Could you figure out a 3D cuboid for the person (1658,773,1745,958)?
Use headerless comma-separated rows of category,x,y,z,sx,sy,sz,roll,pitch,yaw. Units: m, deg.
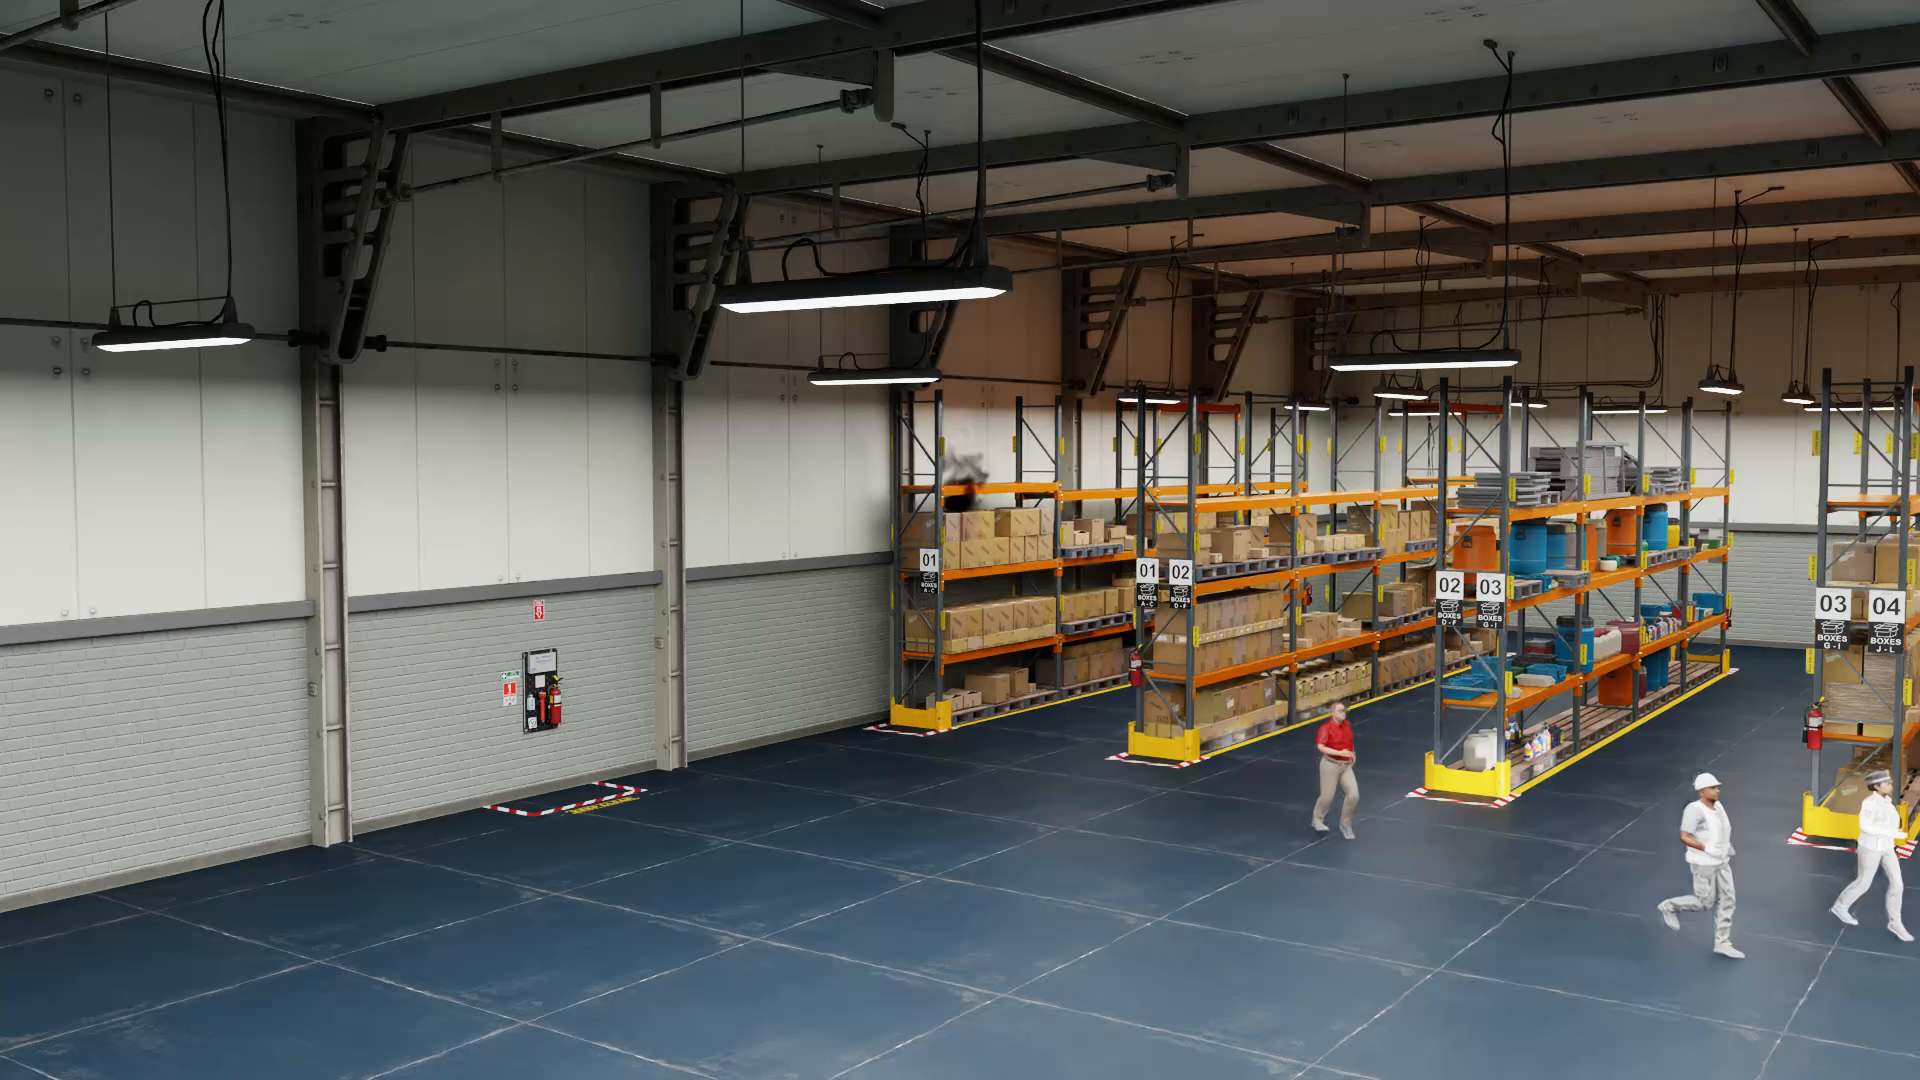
person,7.399,3.192,16.490,0.681,1.766,0.846,-2,4,-34

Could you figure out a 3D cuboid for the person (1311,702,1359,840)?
person,4.830,2.972,21.261,0.685,1.814,0.765,-2,4,-27

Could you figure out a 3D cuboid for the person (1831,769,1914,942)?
person,9.365,3.199,17.062,0.600,1.742,0.793,-2,4,-30
